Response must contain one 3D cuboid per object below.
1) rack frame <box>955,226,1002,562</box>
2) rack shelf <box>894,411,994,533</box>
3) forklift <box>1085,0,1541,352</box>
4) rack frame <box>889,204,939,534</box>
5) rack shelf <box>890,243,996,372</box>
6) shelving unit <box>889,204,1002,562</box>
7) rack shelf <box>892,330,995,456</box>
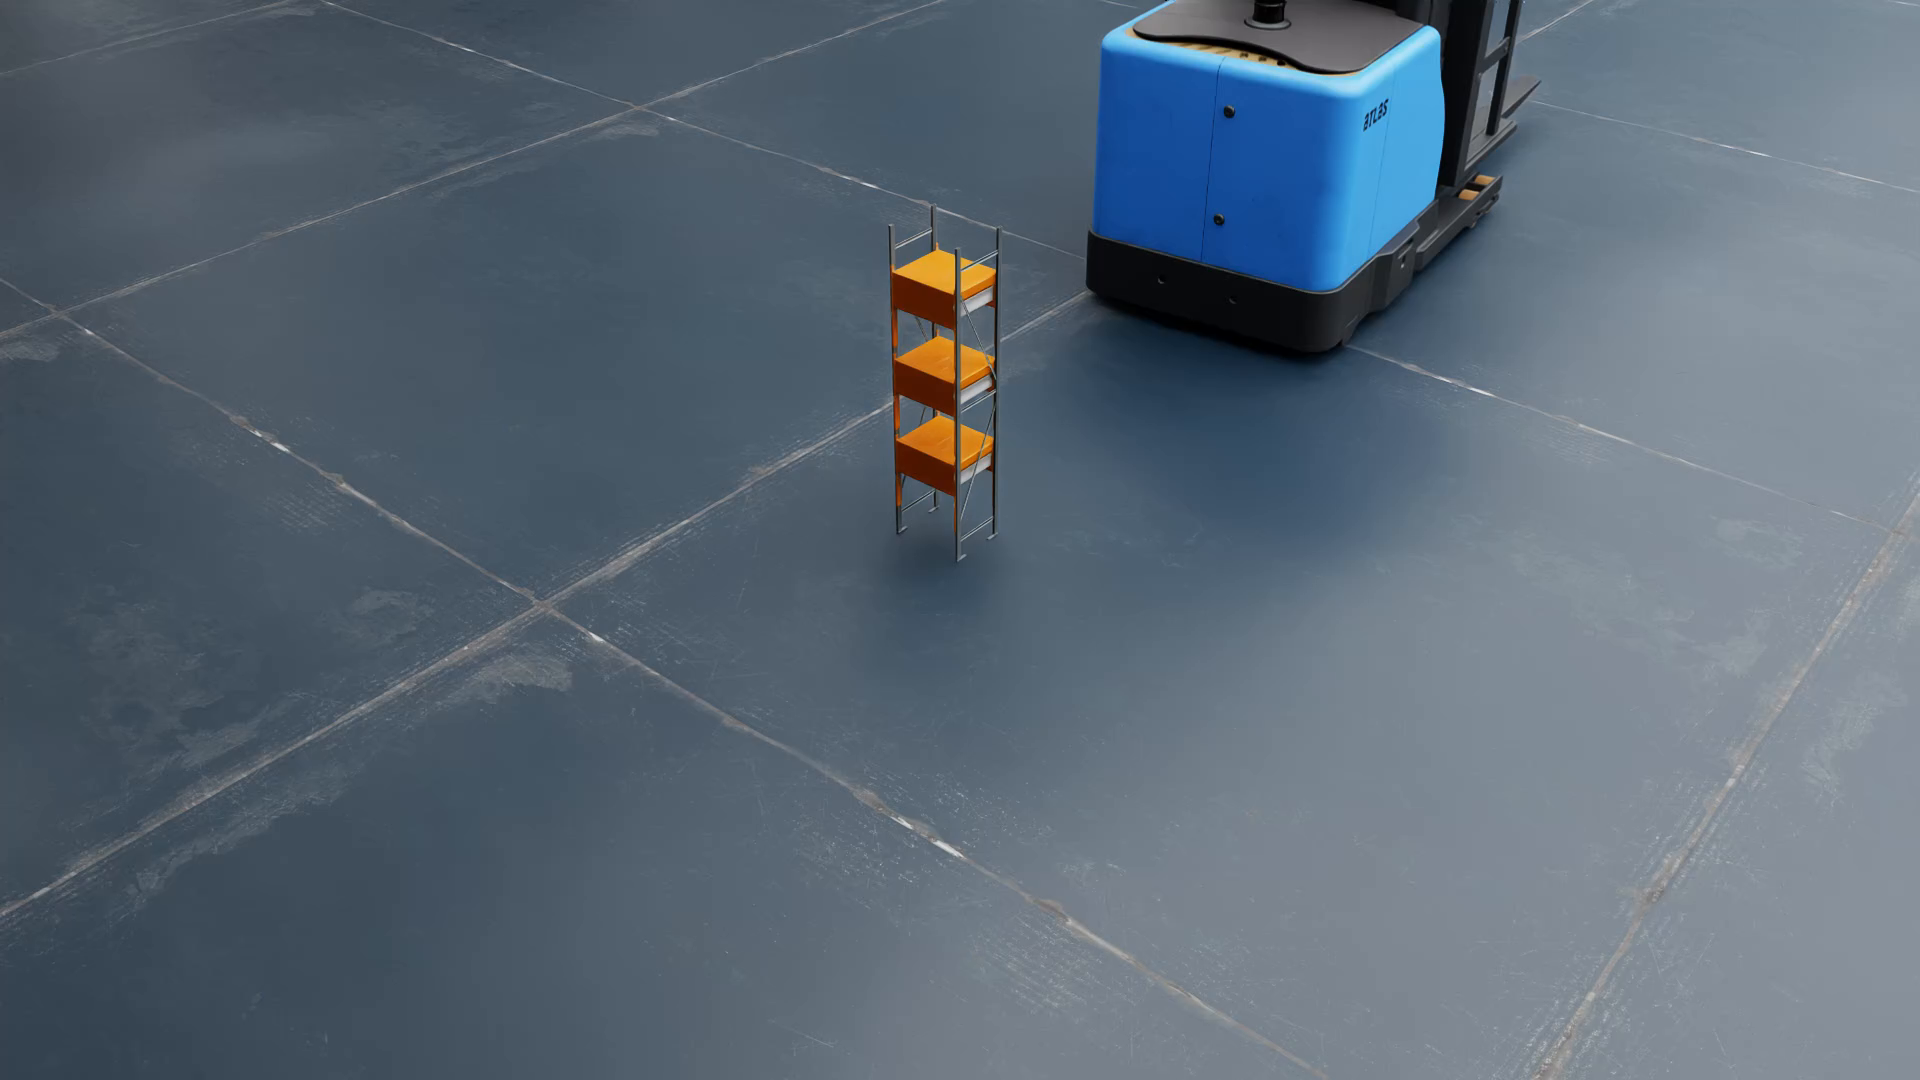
[{"bbox_3d":[0.053,-0.408,4.917,0.008,1.050,0.200,25,42,32],"label":"rack frame"},{"bbox_3d":[-0.041,-0.214,5.144,0.240,0.259,0.215,25,42,32],"label":"rack shelf"},{"bbox_3d":[1.735,-2.695,6.585,1.130,2.935,3.031,21,40,27],"label":"forklift"},{"bbox_3d":[-0.135,-0.496,5.045,0.008,1.050,0.200,25,42,32],"label":"rack frame"},{"bbox_3d":[-0.041,-0.677,4.826,0.240,0.259,0.215,25,42,32],"label":"rack shelf"},{"bbox_3d":[-0.041,-0.452,4.981,0.252,1.050,0.215,25,42,32],"label":"shelving unit"},{"bbox_3d":[-0.041,-0.443,4.987,0.240,0.259,0.215,25,42,32],"label":"rack shelf"}]
